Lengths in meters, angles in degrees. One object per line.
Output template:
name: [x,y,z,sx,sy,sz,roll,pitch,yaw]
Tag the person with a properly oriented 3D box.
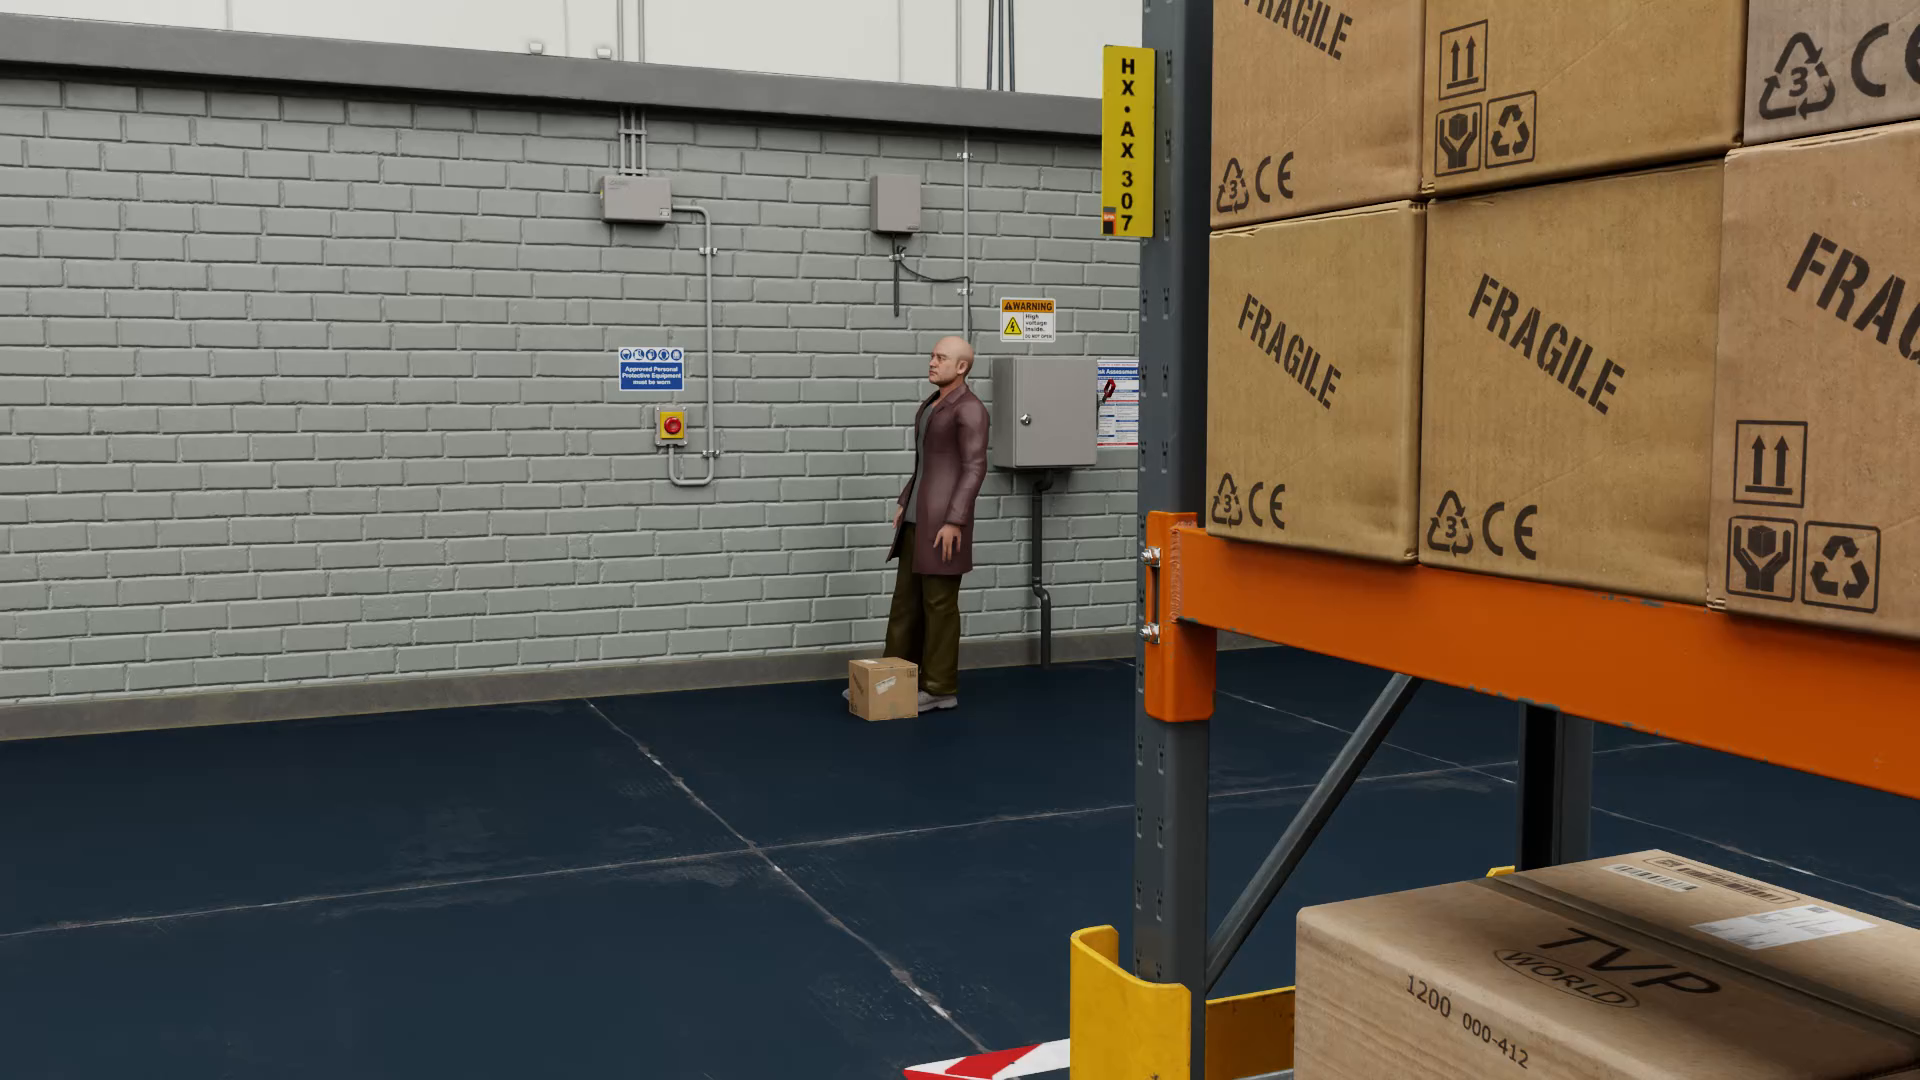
person: [-0.196,-0.074,7.895,0.579,1.779,0.698,-2,6,-24]
